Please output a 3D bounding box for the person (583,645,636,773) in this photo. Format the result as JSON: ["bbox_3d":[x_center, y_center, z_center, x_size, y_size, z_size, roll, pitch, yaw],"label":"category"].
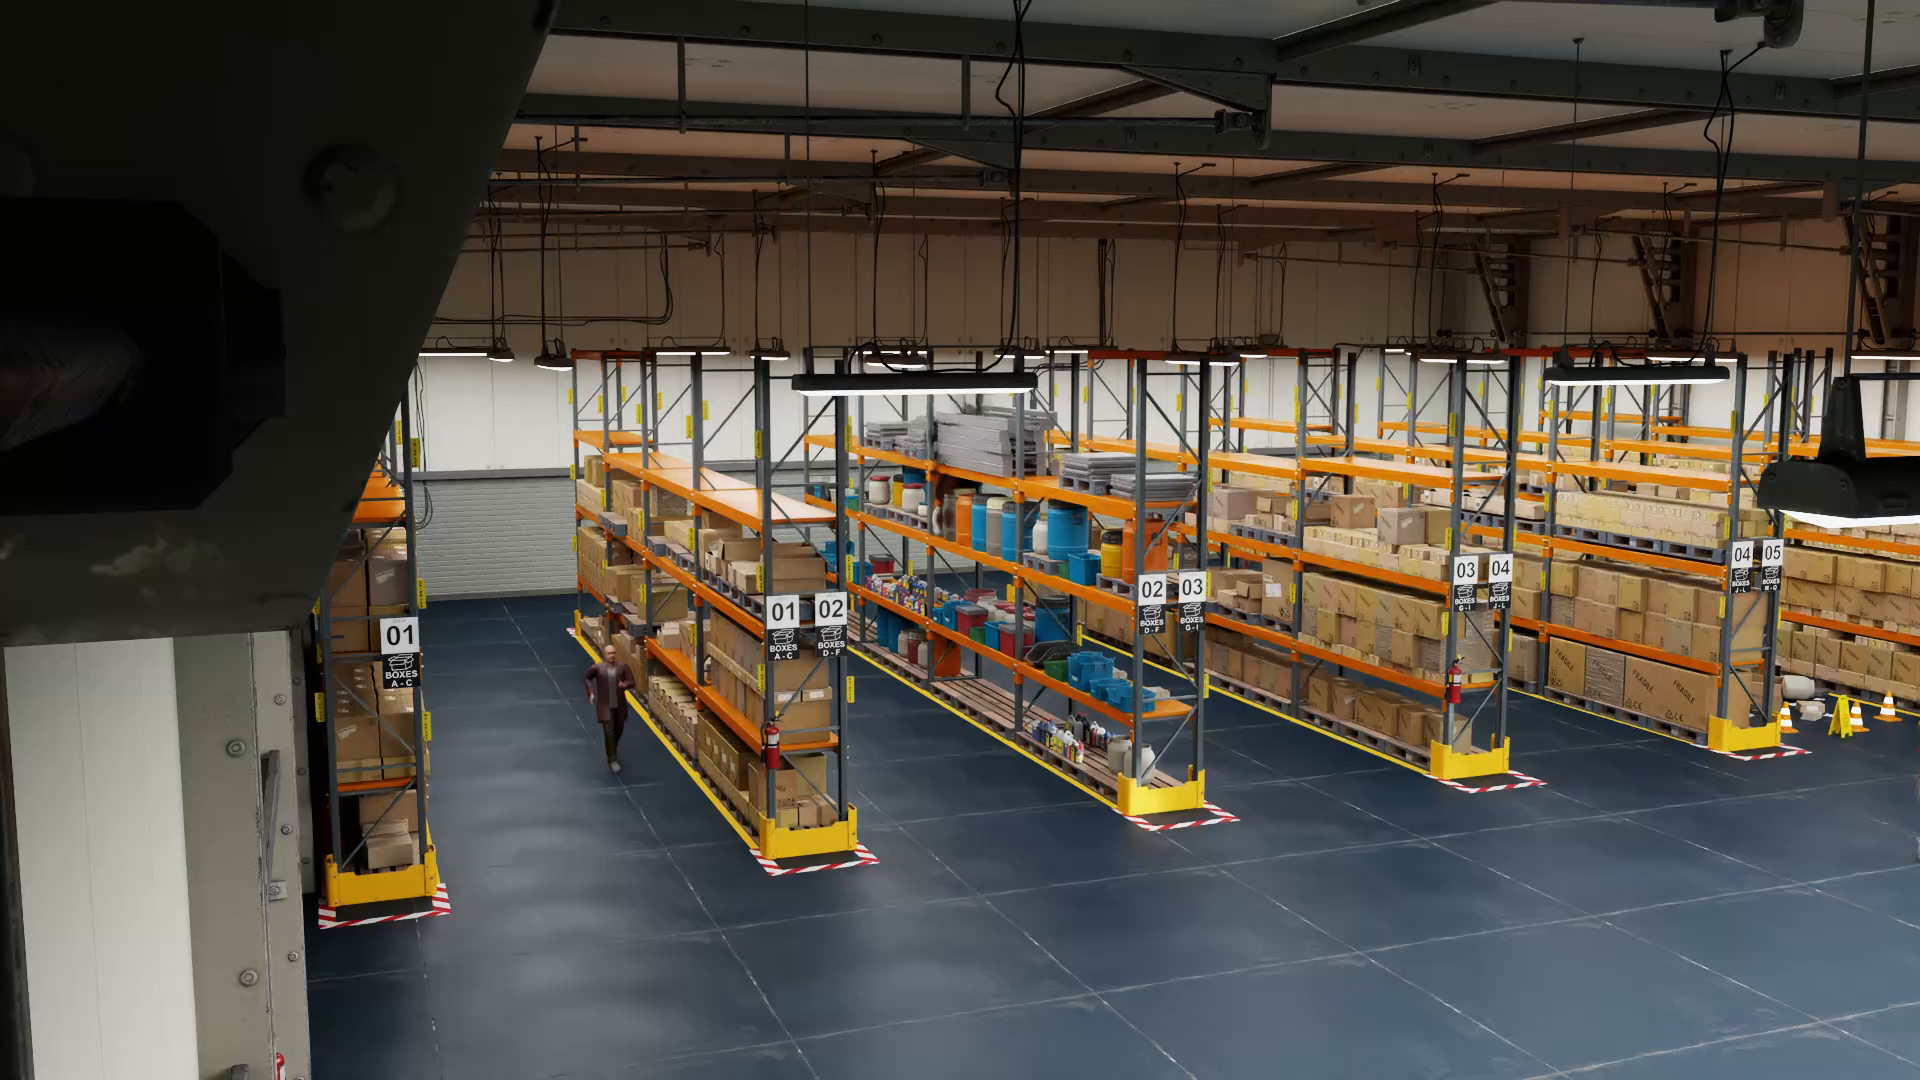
[{"bbox_3d":[-5.085,2.514,24.268,0.701,1.556,1.064,-3,8,-25],"label":"person"}]

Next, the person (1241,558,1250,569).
[{"bbox_3d":[7.129,0.402,41.489,0.576,1.641,0.666,6,9,38],"label":"person"}]
